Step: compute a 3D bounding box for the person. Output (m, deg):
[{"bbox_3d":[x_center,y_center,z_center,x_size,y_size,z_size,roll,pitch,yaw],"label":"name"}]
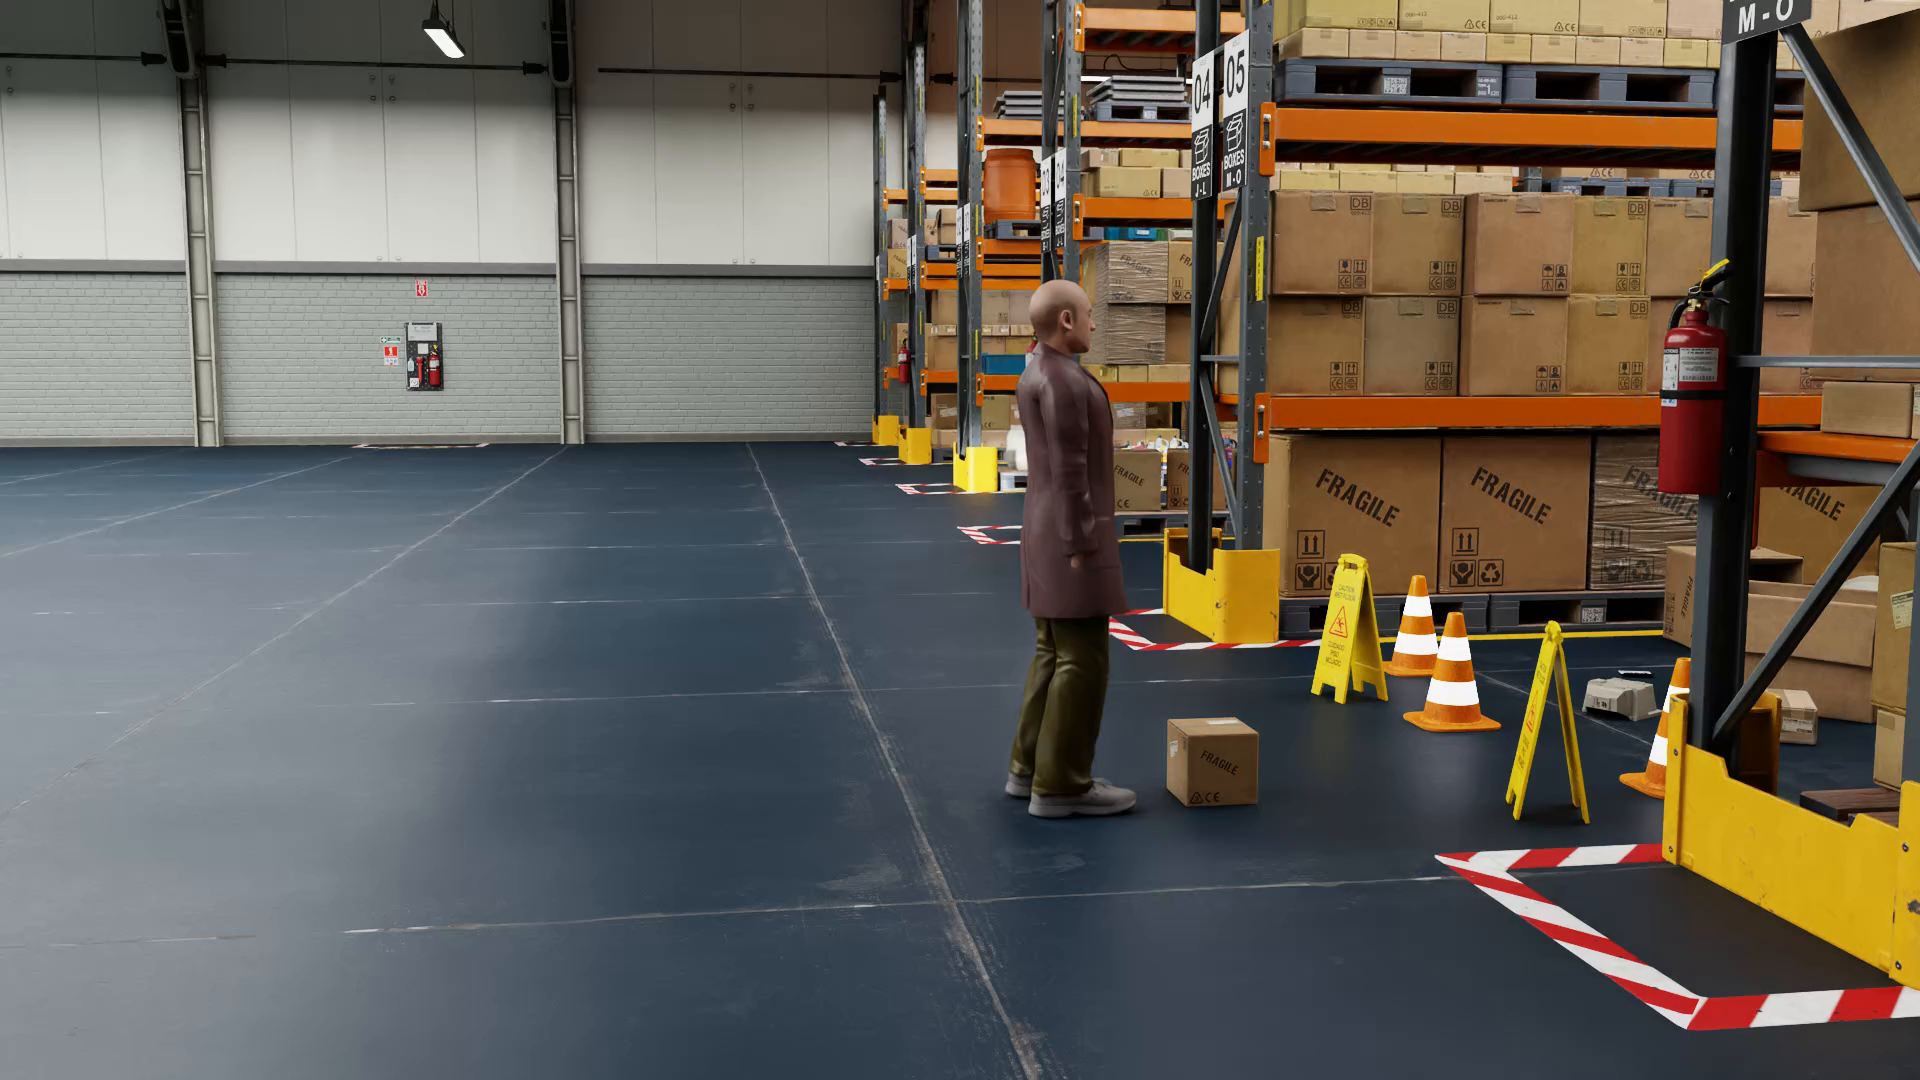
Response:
[{"bbox_3d":[0.375,0.022,5.613,0.412,1.781,0.560,-1,6,-8],"label":"person"}]
